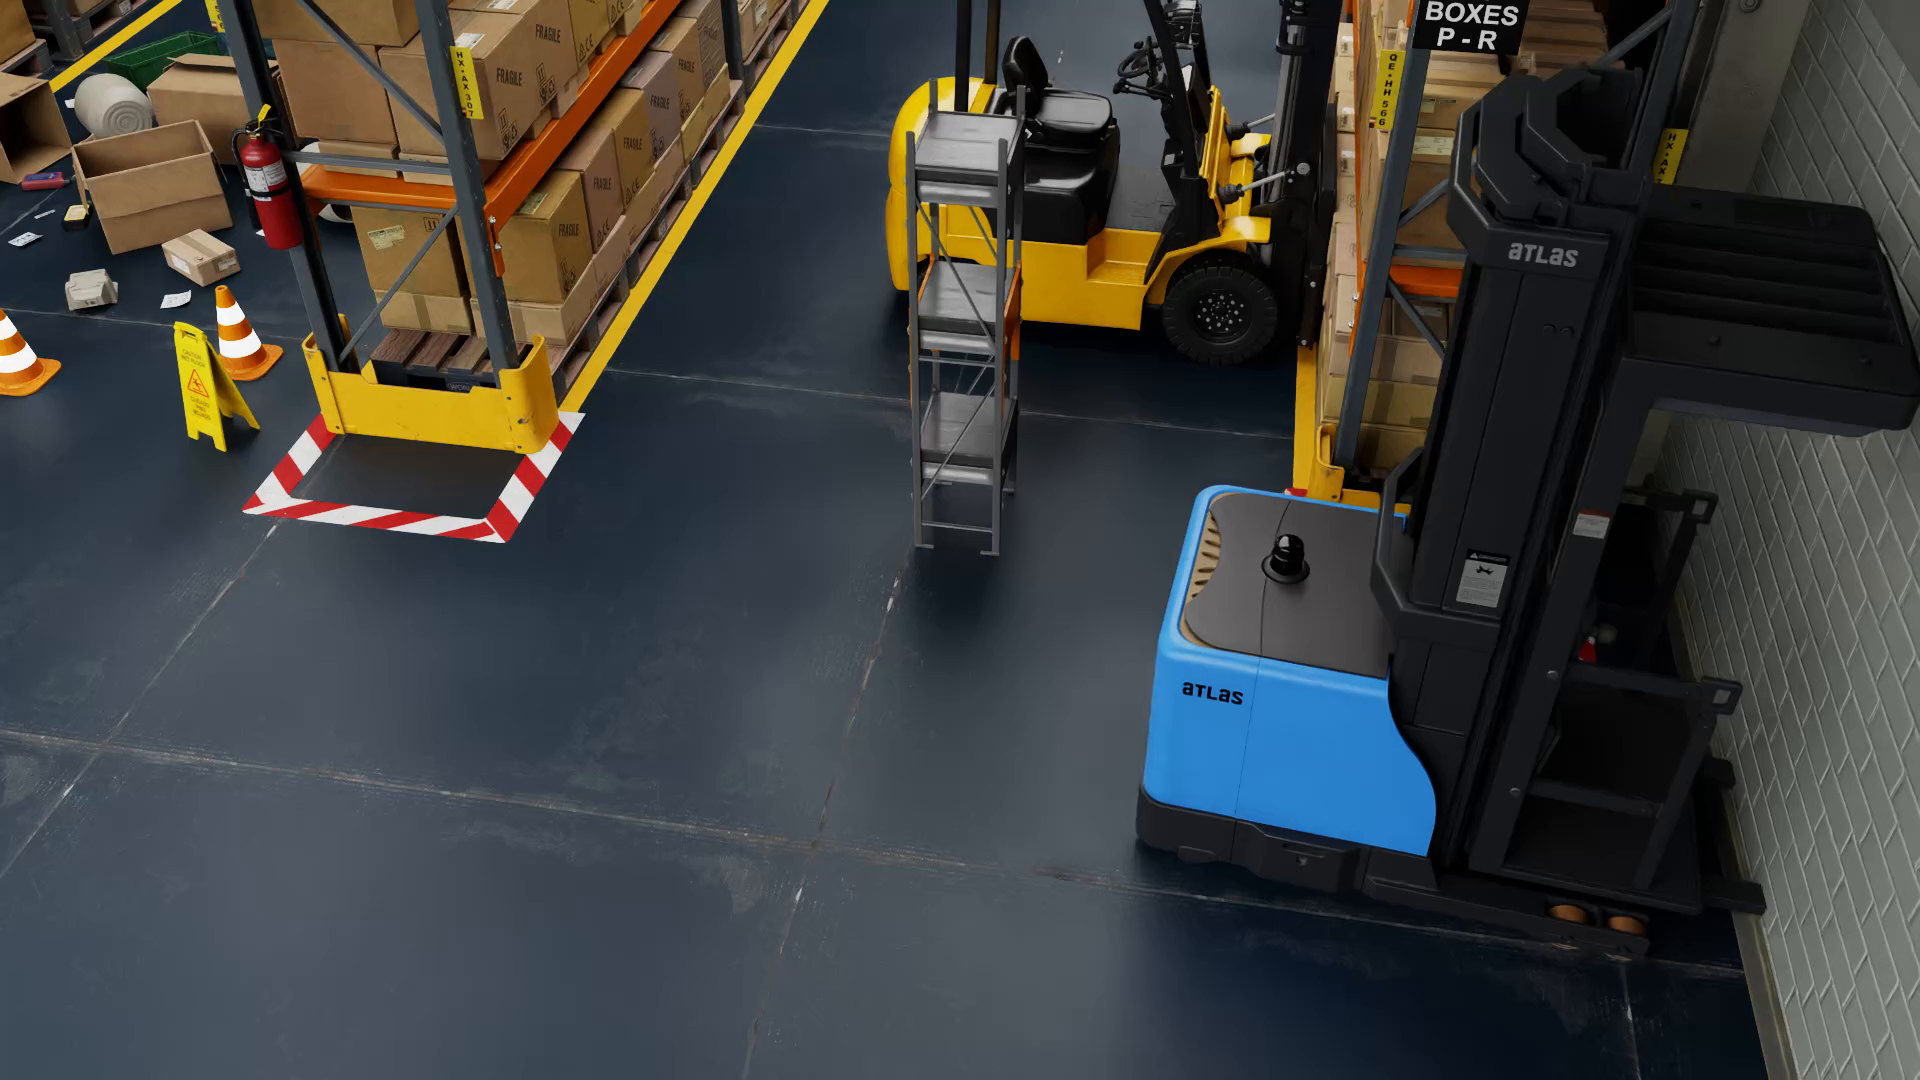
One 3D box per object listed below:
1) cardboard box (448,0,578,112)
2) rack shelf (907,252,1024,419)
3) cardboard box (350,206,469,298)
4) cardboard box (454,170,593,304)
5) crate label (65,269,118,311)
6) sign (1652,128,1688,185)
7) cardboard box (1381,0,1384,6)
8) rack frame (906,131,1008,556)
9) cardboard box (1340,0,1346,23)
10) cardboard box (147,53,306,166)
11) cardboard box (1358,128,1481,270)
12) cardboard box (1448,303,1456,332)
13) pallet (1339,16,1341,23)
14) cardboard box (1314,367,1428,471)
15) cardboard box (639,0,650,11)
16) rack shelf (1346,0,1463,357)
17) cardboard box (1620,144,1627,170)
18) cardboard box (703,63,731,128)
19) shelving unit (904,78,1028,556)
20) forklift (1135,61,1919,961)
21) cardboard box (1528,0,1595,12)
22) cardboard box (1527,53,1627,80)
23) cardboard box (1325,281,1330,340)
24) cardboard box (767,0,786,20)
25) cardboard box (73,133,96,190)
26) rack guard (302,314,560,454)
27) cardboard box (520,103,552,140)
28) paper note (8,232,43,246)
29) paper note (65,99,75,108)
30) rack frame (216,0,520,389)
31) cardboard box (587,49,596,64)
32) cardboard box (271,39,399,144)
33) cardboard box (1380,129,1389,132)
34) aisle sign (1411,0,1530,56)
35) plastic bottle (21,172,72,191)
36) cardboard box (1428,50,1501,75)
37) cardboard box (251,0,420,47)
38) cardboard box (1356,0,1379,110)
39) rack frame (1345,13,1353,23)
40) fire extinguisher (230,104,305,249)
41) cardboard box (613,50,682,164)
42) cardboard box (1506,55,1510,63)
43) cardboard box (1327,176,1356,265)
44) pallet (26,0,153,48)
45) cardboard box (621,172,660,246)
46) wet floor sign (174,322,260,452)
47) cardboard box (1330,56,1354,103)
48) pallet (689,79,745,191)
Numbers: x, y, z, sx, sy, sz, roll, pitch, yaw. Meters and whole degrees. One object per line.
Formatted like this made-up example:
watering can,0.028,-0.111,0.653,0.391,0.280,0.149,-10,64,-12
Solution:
cardboard box,-2.234,-2.452,8.147,0.500,0.500,0.500,8,40,9
rack shelf,0.029,-0.903,7.312,0.431,0.518,0.480,6,40,8
cardboard box,-2.794,-1.629,8.703,0.500,0.500,0.500,7,40,8
cardboard box,-2.260,-1.589,8.654,0.500,0.500,0.500,5,40,6
crate label,-4.949,-1.425,9.463,0.250,0.136,0.298,-13,41,-15
sign,2.759,-1.461,6.518,0.100,0.325,0.005,6,40,8
cardboard box,2.190,-2.625,7.847,0.380,0.149,0.250,7,40,9
rack frame,-0.014,-0.760,7.118,0.400,2.100,0.015,6,40,8
cardboard box,3.127,-3.733,11.543,0.875,0.625,0.625,6,40,7
cardboard box,-4.712,-2.766,10.691,0.797,0.637,0.503,6,40,8
cardboard box,2.040,-1.538,7.275,0.500,0.500,0.500,6,40,7
cardboard box,2.483,-0.930,7.661,0.500,0.250,0.500,6,40,7
pallet,3.204,-3.832,12.316,1.003,0.211,1.213,6,40,8
cardboard box,1.984,-0.594,8.039,0.500,0.250,0.500,7,40,8
cardboard box,-1.985,-3.090,9.427,0.380,0.149,0.250,6,40,7
rack shelf,2.560,-2.140,8.645,1.077,0.370,4.000,6,40,8
cardboard box,2.573,-1.480,7.205,0.500,0.500,0.500,8,40,9
cardboard box,-1.821,-2.918,10.851,0.500,0.250,0.500,8,40,10
shelving unit,0.029,-0.913,7.303,0.431,2.100,0.503,6,40,8
forklift,2.249,0.011,5.533,3.031,2.935,1.130,10,41,12
cardboard box,2.671,-2.402,7.577,0.380,0.149,0.250,8,40,9
cardboard box,2.590,-1.912,6.984,0.380,0.149,0.250,8,40,9
cardboard box,2.087,-1.110,8.271,0.500,0.250,0.500,6,40,7
cardboard box,-1.774,-4.147,12.241,0.950,0.372,0.625,9,40,10
cardboard box,-5.360,-2.364,10.498,0.396,0.266,0.258,13,41,15
rack guard,-2.663,-0.791,8.411,1.175,0.500,0.348,6,40,8
cardboard box,-2.258,-2.118,8.251,0.380,0.149,0.250,5,40,6
paper note,-5.632,-1.815,10.019,0.144,0.017,0.142,20,44,23
paper note,-6.101,-3.034,11.492,0.147,0.020,0.142,-20,44,-23
rack frame,-2.676,-1.707,7.557,1.000,3.000,0.127,6,40,8
cardboard box,-2.170,-2.611,8.847,0.380,0.149,0.250,8,40,9
cardboard box,-2.853,-2.231,7.879,0.500,0.500,0.500,6,40,7
cardboard box,2.013,-1.862,7.158,0.380,0.149,0.250,7,40,8
aisle sign,1.913,-2.155,6.059,0.394,0.787,0.004,6,40,8
plastic bottle,-5.787,-2.280,10.557,0.283,0.061,0.133,-6,40,-8
cardboard box,2.080,-1.971,7.056,0.380,0.149,0.250,6,40,8
cardboard box,-2.803,-2.590,7.529,0.700,0.500,0.500,5,40,7
cardboard box,2.303,-2.501,8.439,0.500,0.500,0.500,7,40,8
rack frame,2.906,-3.672,9.934,1.000,3.000,0.127,6,40,8
fire extinguisher,-3.150,-1.656,7.556,0.296,0.674,0.183,6,40,8
cardboard box,-1.995,-2.567,9.838,0.500,0.500,0.500,8,40,10
cardboard box,2.664,-2.116,7.465,0.380,0.149,0.250,5,40,6
cardboard box,2.146,-1.611,8.485,0.500,0.250,0.500,7,40,8
pallet,-6.817,-4.117,12.661,1.003,0.211,1.213,6,40,8
cardboard box,-2.086,-1.948,9.677,0.500,0.250,0.500,9,40,11
wet floor sign,-3.763,-0.798,8.306,0.267,0.644,0.232,20,44,23
cardboard box,2.414,-2.571,9.646,0.500,0.250,0.500,6,40,8
pallet,-2.065,-2.717,10.967,1.003,0.211,1.213,6,40,8
